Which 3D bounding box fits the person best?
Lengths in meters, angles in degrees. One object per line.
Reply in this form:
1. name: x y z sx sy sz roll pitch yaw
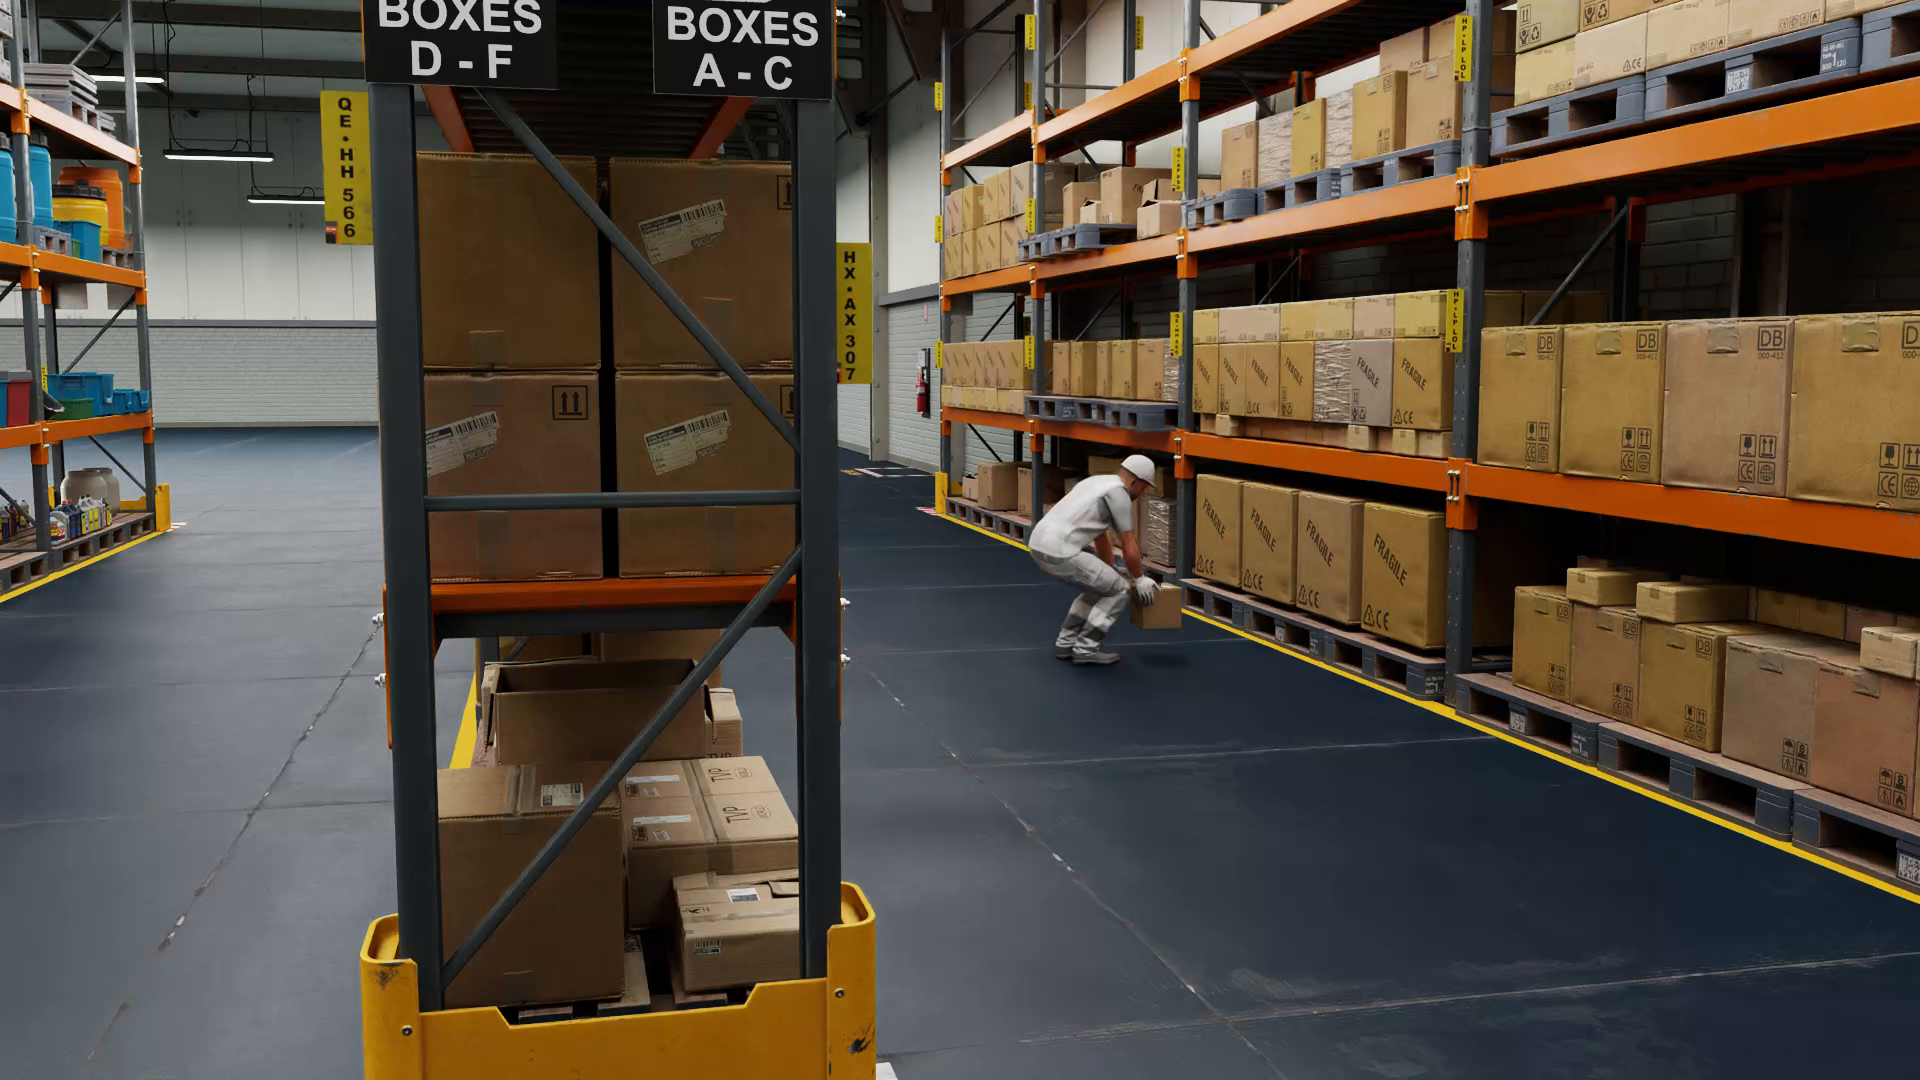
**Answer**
1. person: 0.823 0.109 10.236 0.824 1.267 0.582 -1 6 -14
